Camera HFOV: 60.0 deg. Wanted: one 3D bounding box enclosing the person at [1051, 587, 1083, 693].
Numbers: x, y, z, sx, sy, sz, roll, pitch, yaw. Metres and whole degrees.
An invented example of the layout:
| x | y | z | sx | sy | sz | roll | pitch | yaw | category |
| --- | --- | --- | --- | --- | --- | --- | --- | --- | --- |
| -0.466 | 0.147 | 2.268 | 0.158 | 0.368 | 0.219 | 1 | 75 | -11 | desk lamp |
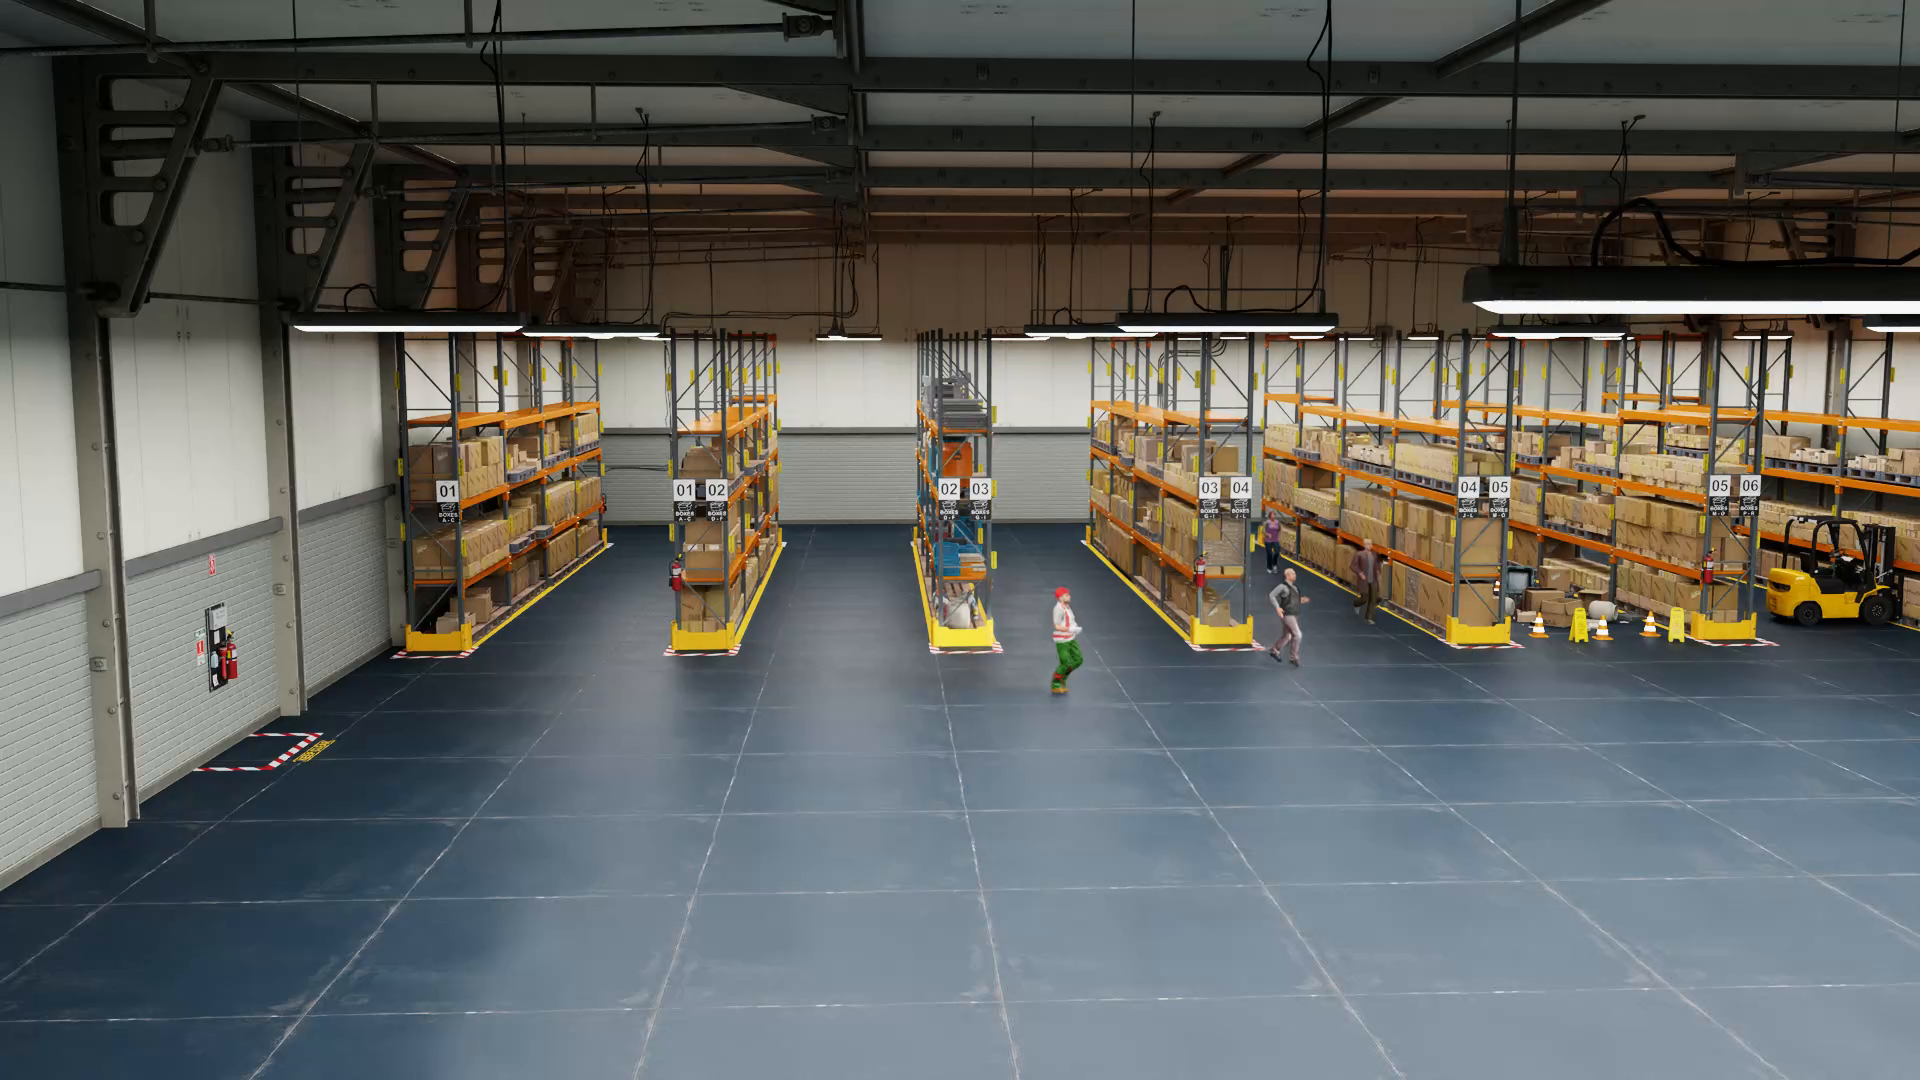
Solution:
| x | y | z | sx | sy | sz | roll | pitch | yaw | category |
| --- | --- | --- | --- | --- | --- | --- | --- | --- | --- |
| 1.771 | 1.638 | 27.211 | 0.601 | 1.746 | 0.641 | 3 | 7 | 23 | person |

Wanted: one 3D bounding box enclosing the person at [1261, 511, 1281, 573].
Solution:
| x | y | z | sx | sy | sz | roll | pitch | yaw | category |
| --- | --- | --- | --- | --- | --- | --- | --- | --- | --- |
| 7.785 | 0.053 | 41.483 | 0.541 | 1.561 | 0.604 | 0 | 7 | -4 | person |

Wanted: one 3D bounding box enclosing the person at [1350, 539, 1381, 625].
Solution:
| x | y | z | sx | sy | sz | roll | pitch | yaw | category |
| --- | --- | --- | --- | --- | --- | --- | --- | --- | --- |
| 8.356 | 0.838 | 34.140 | 0.708 | 1.748 | 0.875 | -1 | 7 | -10 | person |

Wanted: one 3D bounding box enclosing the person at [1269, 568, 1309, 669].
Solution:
| x | y | z | sx | sy | sz | roll | pitch | yaw | category |
| --- | --- | --- | --- | --- | --- | --- | --- | --- | --- |
| 5.844 | 1.385 | 29.579 | 0.774 | 1.771 | 0.633 | 5 | 8 | 35 | person |
